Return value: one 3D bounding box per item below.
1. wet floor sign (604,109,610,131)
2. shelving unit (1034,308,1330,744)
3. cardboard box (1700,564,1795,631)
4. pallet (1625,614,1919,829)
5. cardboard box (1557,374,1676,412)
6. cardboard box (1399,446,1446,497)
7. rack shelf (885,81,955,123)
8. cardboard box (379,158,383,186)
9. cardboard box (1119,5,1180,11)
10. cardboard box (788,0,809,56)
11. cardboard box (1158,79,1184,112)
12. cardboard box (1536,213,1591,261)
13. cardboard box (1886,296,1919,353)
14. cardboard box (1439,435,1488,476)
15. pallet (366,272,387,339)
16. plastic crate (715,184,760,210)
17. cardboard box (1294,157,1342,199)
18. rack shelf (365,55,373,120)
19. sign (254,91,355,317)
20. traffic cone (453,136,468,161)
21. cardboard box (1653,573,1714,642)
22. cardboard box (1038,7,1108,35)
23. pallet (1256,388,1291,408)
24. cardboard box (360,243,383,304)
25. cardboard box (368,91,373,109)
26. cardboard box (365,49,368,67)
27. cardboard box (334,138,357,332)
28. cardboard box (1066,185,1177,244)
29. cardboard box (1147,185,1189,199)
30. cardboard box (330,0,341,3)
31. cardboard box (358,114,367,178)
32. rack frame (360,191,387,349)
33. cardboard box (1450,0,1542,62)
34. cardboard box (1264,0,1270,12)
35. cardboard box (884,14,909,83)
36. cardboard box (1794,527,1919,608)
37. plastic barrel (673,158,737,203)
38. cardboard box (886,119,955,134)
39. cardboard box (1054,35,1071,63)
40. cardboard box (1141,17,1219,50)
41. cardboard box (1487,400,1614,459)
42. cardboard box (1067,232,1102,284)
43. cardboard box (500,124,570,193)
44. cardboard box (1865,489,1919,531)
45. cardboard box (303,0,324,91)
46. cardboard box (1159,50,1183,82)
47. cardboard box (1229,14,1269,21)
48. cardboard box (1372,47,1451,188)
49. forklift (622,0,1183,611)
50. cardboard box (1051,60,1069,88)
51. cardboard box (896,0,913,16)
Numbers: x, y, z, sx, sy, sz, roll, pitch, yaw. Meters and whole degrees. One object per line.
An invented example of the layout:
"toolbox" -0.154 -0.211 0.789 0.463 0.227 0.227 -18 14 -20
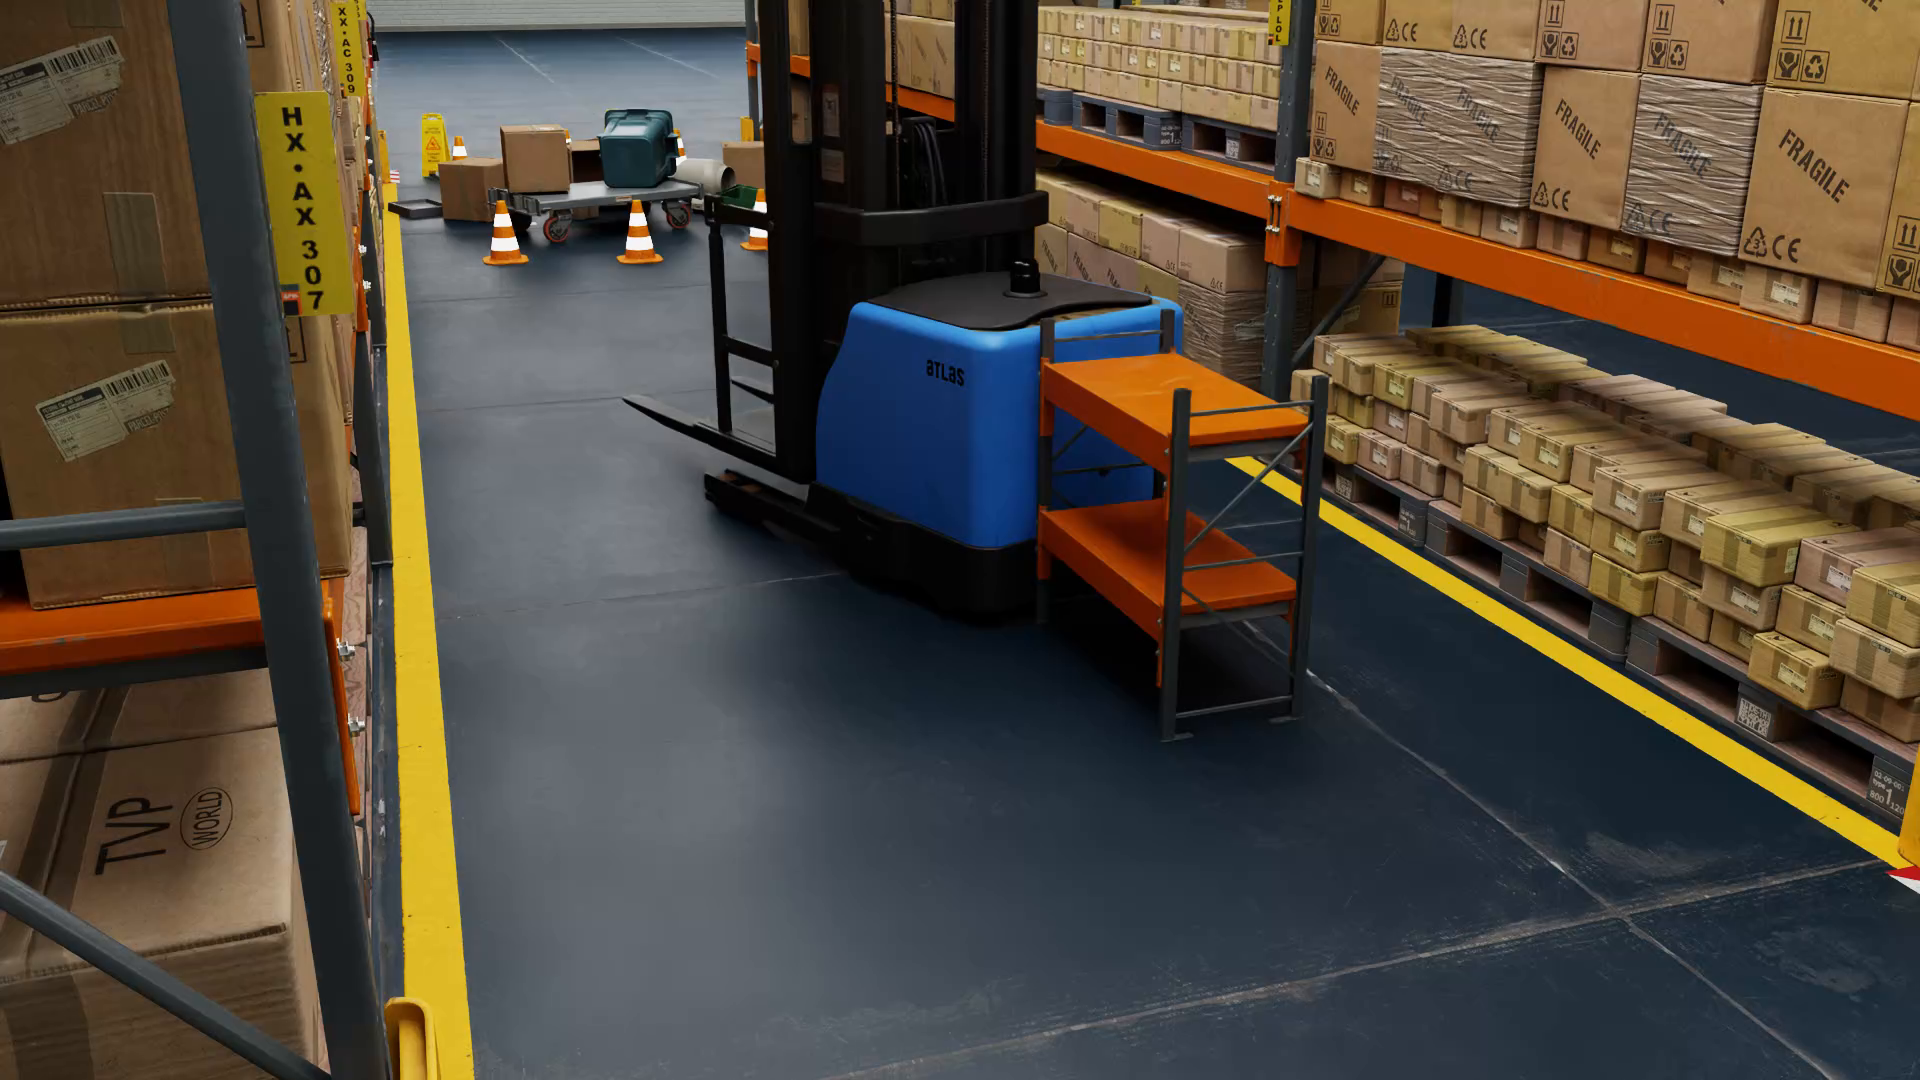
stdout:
"wet floor sign" -3.745 -4.375 18.142 0.267 0.644 0.232 -10 22 -27
"shelving unit" 0.686 -0.093 5.511 0.538 1.125 1.048 -7 21 -18
"cardboard box" 2.571 0.149 5.220 0.380 0.149 0.250 -7 21 -19
"pallet" 2.927 0.474 5.284 1.003 0.211 1.213 -6 21 -17
"cardboard box" 2.658 -0.557 6.745 0.380 0.149 0.250 -7 21 -20
"cardboard box" 2.064 -0.302 6.917 0.380 0.149 0.250 -7 21 -18
"rack shelf" 0.030 -3.420 13.065 1.077 0.370 4.000 -6 21 -17
"cardboard box" -5.689 -3.464 15.569 0.500 0.250 0.500 -7 21 -19
"cardboard box" 1.248 -3.367 10.725 0.380 0.149 0.250 -7 21 -19
"cardboard box" -1.240 -5.107 16.476 0.875 0.550 0.500 -6 21 -17
"cardboard box" 1.273 -2.351 8.776 0.380 0.149 0.250 -7 21 -20
"cardboard box" 2.283 -1.091 5.887 0.380 0.149 0.250 -6 21 -15
"cardboard box" 2.760 -0.590 4.492 0.380 0.149 0.250 -6 21 -17
"cardboard box" 2.148 -0.355 6.623 0.380 0.149 0.250 -5 20 -15
"pallet" -4.253 -1.497 10.772 1.003 0.211 1.213 -6 21 -17
"plastic crate" -1.897 -3.021 14.963 0.450 0.188 0.662 13 22 7
"cardboard box" 1.694 -1.589 7.275 0.380 0.149 0.250 -6 21 -15
"rack shelf" -5.895 -4.145 15.084 1.077 0.370 4.000 -6 21 -17
"sign" -0.966 -0.493 2.453 0.100 0.325 0.005 -6 21 -17
"traffic cone" -5.163 -3.931 17.175 0.336 0.463 0.334 -6 21 -17
"cardboard box" 2.541 0.204 5.506 0.380 0.149 0.250 -6 21 -17
"cardboard box" 0.707 -3.221 10.318 0.380 0.149 0.250 -7 21 -19
"pallet" 1.670 -0.770 8.749 1.003 0.211 1.213 -6 21 -17
"cardboard box" -4.177 -1.702 10.483 0.950 0.372 0.625 -8 21 -21
"cardboard box" -5.341 -3.833 14.528 0.380 0.149 0.250 -6 20 -15
"cardboard box" -5.454 -4.270 14.740 0.380 0.149 0.250 -6 21 -17
"cardboard box" -2.024 -0.876 4.769 0.500 0.500 0.500 -7 21 -18
"cardboard box" 0.948 -1.921 9.794 0.500 0.250 0.500 -6 21 -17
"cardboard box" 1.436 -1.973 9.941 0.500 0.250 0.500 -6 21 -16
"cardboard box" -2.617 -1.964 6.320 0.500 0.500 0.500 -6 21 -17
"cardboard box" -3.098 -1.867 7.898 0.500 0.250 0.500 -7 21 -18
"rack frame" -4.009 -2.558 9.602 1.000 3.000 0.127 -6 21 -17
"cardboard box" 2.133 -1.990 5.953 0.500 0.500 0.500 -6 21 -16
"cardboard box" 3.683 -5.547 17.334 0.875 0.500 0.500 -6 21 -17
"cardboard box" -0.375 -3.927 13.265 0.500 0.500 0.500 -6 21 -17
"cardboard box" 2.742 0.085 4.959 0.380 0.149 0.250 -6 21 -16
"plastic barrel" -2.411 -3.389 15.725 0.512 0.421 0.421 8 21 20
"cardboard box" -0.018 -3.040 13.648 1.050 0.750 0.750 -6 21 -17
"cardboard box" 0.794 -2.987 10.107 0.380 0.149 0.250 -7 21 -19
"cardboard box" 1.195 -2.719 8.919 0.380 0.149 0.250 -7 21 -20
"cardboard box" 2.254 -0.415 6.352 0.380 0.149 0.250 -7 21 -19
"cardboard box" 0.966 -1.559 9.895 0.500 0.500 0.500 -7 21 -19
"cardboard box" -3.586 -3.221 14.023 0.500 0.500 0.500 -6 21 -17
"cardboard box" 3.173 -0.060 5.361 0.380 0.149 0.250 -6 21 -17
"cardboard box" -1.871 -1.182 4.144 0.500 0.500 0.500 -6 21 -17
"cardboard box" 1.274 -2.494 8.734 0.380 0.149 0.250 -8 21 -20
"cardboard box" 1.733 -2.869 9.336 0.380 0.149 0.250 -6 21 -16
"cardboard box" 1.995 -1.676 6.558 0.500 0.500 0.500 -6 21 -17
"forklift" -0.460 -1.548 6.891 1.130 2.935 3.031 -15 25 -36
"cardboard box" 0.777 -2.858 10.187 0.380 0.149 0.250 -5 20 -14
"cardboard box" -0.115 -4.432 13.192 0.700 0.500 0.500 -6 21 -17
